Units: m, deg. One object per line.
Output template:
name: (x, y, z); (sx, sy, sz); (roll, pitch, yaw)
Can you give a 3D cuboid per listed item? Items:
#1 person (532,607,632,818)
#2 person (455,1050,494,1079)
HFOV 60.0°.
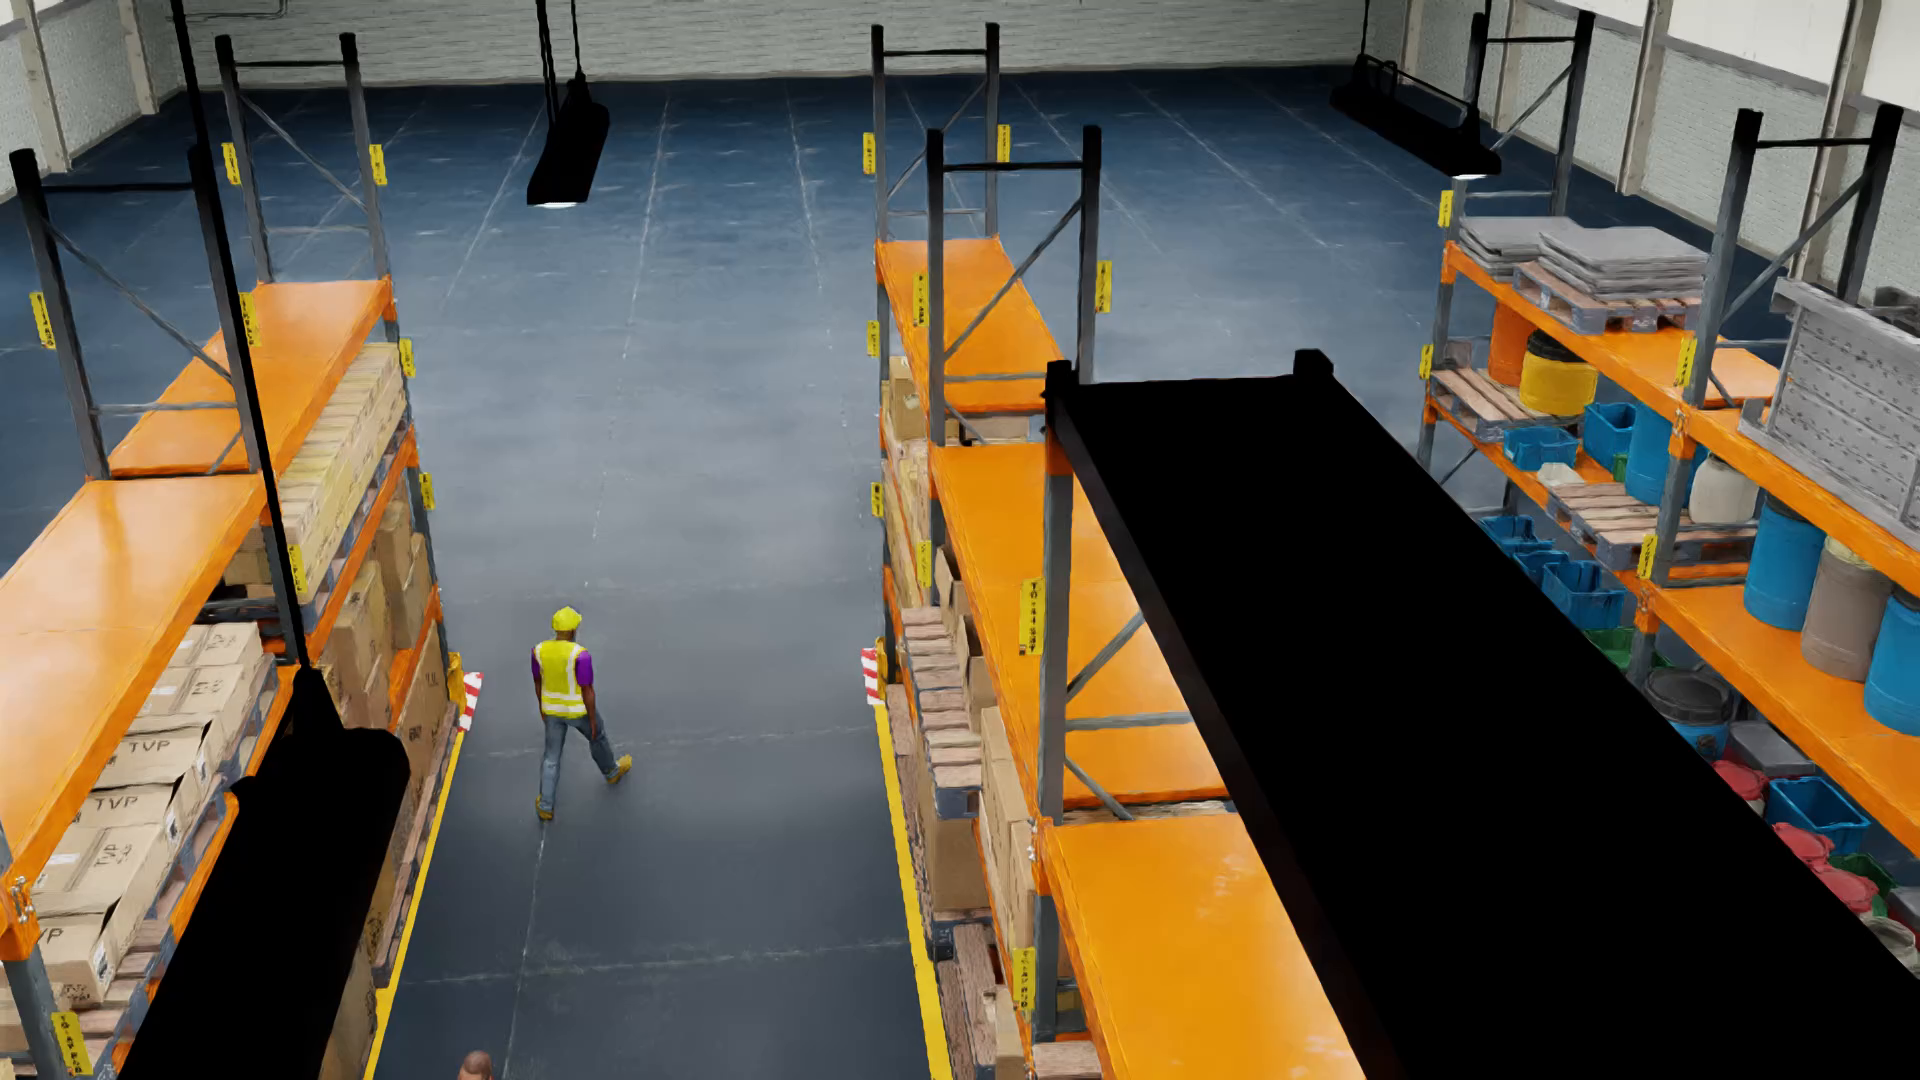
person: (-3.195, 1.355, 13.678); (0.622, 1.721, 0.957); (8, 27, 15)
person: (-2.602, 3.510, 9.107); (0.449, 1.731, 0.589); (-19, 31, -34)
